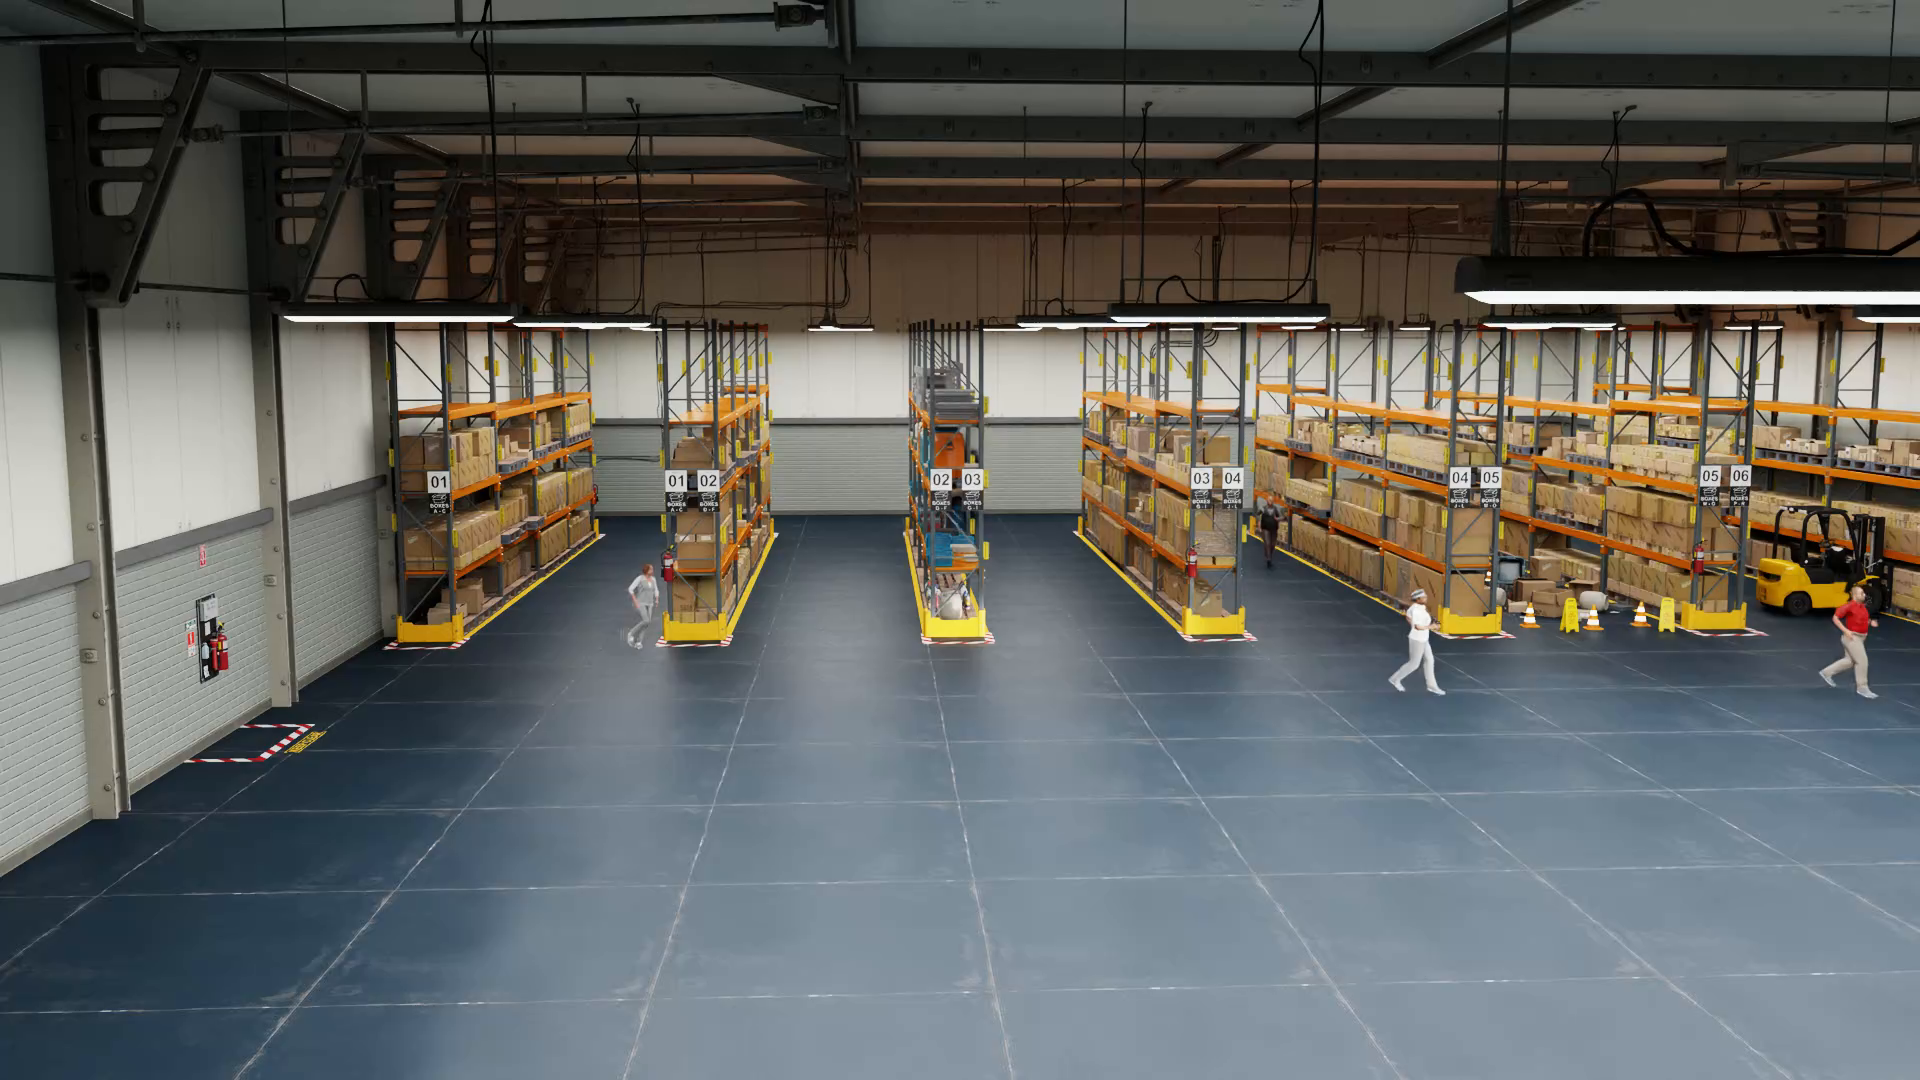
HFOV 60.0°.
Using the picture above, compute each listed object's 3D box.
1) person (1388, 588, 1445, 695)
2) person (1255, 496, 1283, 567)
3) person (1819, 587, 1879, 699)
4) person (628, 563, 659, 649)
[{"bbox_3d":[7.282,1.601,26.412,0.876,1.699,0.581,3,8,22],"label":"person"},{"bbox_3d":[7.655,-0.232,41.118,0.653,1.709,0.968,-1,7,-5],"label":"person"},{"bbox_3d":[14.239,1.604,26.526,0.647,1.748,0.891,-7,10,-45],"label":"person"},{"bbox_3d":[-5.749,1.205,30.431,0.501,1.540,0.589,6,9,41],"label":"person"}]
